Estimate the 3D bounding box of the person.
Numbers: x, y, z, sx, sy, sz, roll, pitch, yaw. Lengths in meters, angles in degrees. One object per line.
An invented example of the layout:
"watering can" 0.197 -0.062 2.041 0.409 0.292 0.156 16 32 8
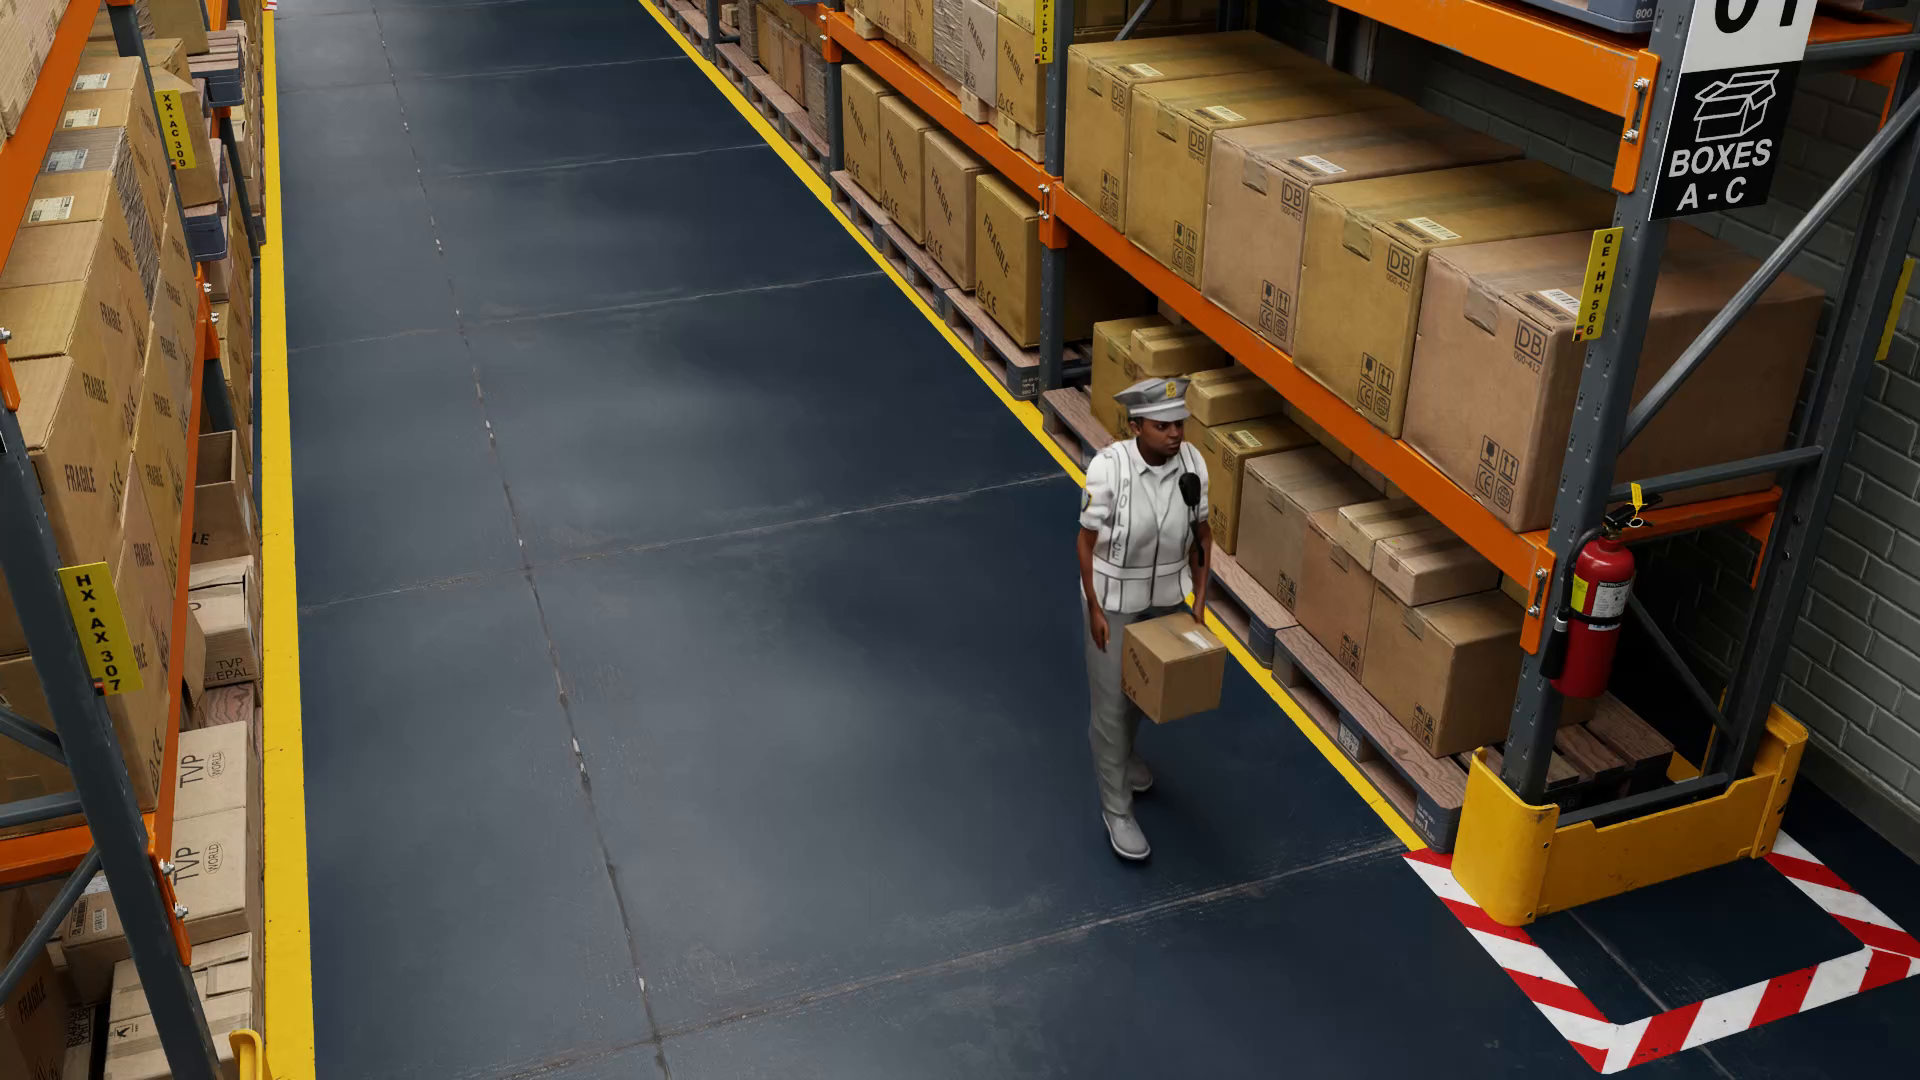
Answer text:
"person" 0.659 0.230 5.675 0.474 1.689 0.656 -11 32 -18
